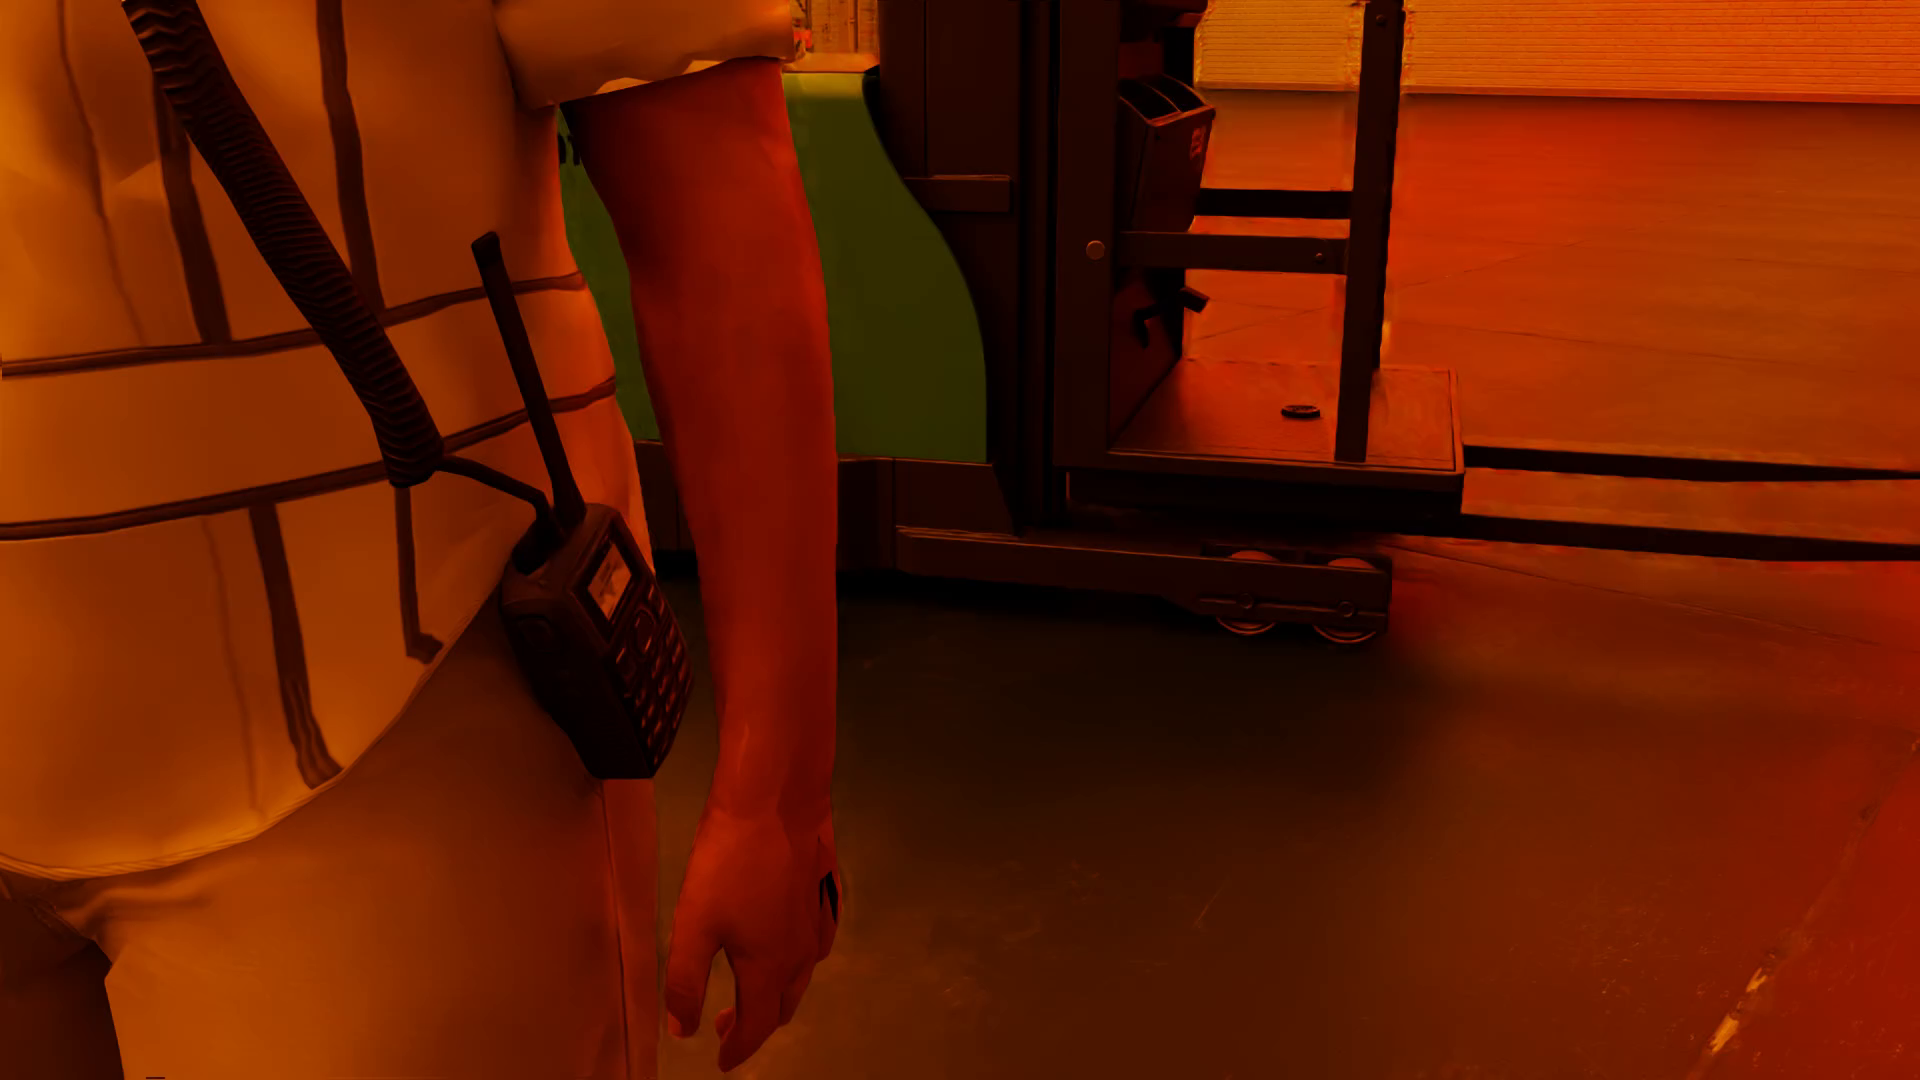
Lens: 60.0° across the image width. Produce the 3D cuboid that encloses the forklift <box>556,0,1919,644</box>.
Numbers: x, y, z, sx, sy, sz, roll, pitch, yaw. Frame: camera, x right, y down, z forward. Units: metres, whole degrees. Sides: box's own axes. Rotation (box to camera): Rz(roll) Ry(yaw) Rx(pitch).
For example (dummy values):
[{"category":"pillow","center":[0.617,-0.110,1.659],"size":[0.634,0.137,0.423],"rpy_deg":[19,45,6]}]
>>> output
[{"category":"forklift","center":[0.625,-1.369,3.407],"size":[3.031,2.935,1.130],"rpy_deg":[4,17,14]}]
